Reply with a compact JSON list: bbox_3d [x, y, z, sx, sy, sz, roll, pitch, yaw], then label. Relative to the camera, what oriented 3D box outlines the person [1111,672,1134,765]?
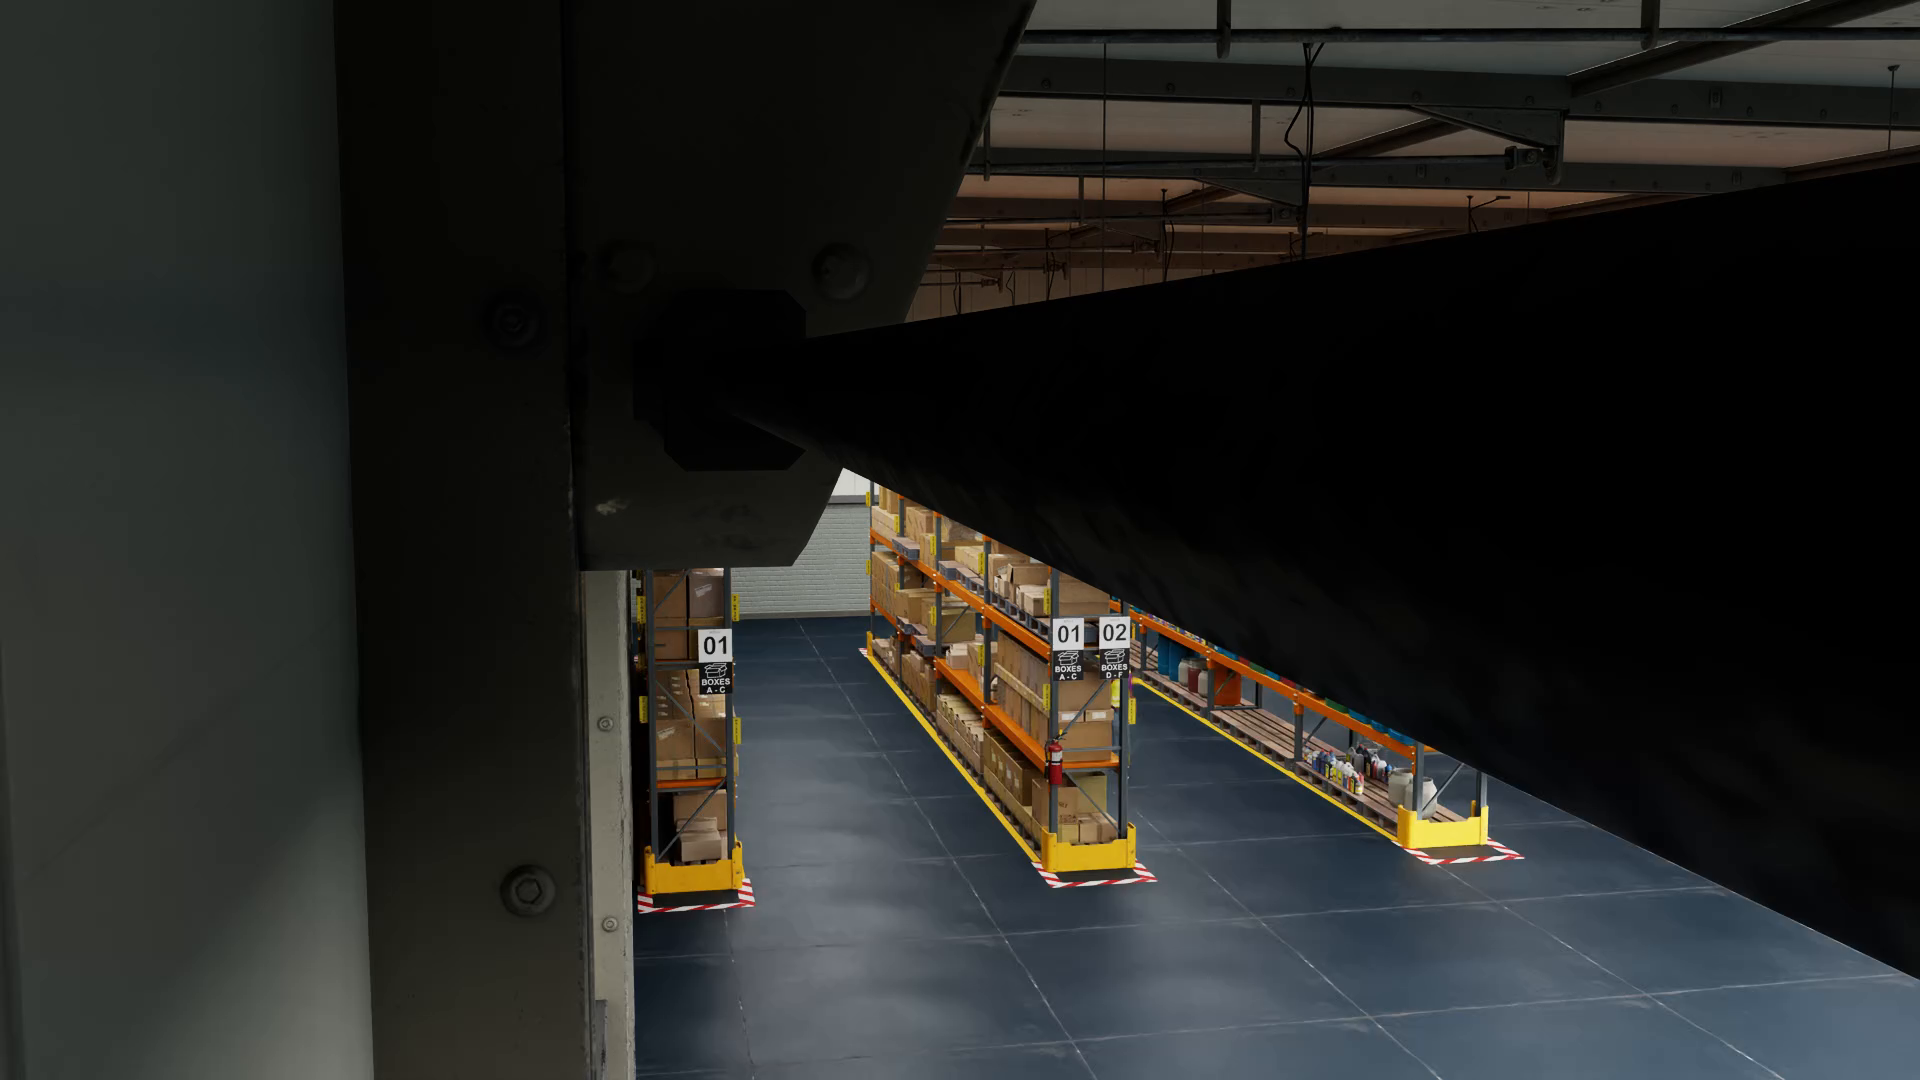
[{"bbox_3d":[2.527,2.695,26.500,0.388,1.801,0.658,-3,7,-26],"label":"person"}]

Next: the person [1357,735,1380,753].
[{"bbox_3d":[6.683,2.697,27.392,0.533,1.597,0.435,2,6,19],"label":"person"}]
